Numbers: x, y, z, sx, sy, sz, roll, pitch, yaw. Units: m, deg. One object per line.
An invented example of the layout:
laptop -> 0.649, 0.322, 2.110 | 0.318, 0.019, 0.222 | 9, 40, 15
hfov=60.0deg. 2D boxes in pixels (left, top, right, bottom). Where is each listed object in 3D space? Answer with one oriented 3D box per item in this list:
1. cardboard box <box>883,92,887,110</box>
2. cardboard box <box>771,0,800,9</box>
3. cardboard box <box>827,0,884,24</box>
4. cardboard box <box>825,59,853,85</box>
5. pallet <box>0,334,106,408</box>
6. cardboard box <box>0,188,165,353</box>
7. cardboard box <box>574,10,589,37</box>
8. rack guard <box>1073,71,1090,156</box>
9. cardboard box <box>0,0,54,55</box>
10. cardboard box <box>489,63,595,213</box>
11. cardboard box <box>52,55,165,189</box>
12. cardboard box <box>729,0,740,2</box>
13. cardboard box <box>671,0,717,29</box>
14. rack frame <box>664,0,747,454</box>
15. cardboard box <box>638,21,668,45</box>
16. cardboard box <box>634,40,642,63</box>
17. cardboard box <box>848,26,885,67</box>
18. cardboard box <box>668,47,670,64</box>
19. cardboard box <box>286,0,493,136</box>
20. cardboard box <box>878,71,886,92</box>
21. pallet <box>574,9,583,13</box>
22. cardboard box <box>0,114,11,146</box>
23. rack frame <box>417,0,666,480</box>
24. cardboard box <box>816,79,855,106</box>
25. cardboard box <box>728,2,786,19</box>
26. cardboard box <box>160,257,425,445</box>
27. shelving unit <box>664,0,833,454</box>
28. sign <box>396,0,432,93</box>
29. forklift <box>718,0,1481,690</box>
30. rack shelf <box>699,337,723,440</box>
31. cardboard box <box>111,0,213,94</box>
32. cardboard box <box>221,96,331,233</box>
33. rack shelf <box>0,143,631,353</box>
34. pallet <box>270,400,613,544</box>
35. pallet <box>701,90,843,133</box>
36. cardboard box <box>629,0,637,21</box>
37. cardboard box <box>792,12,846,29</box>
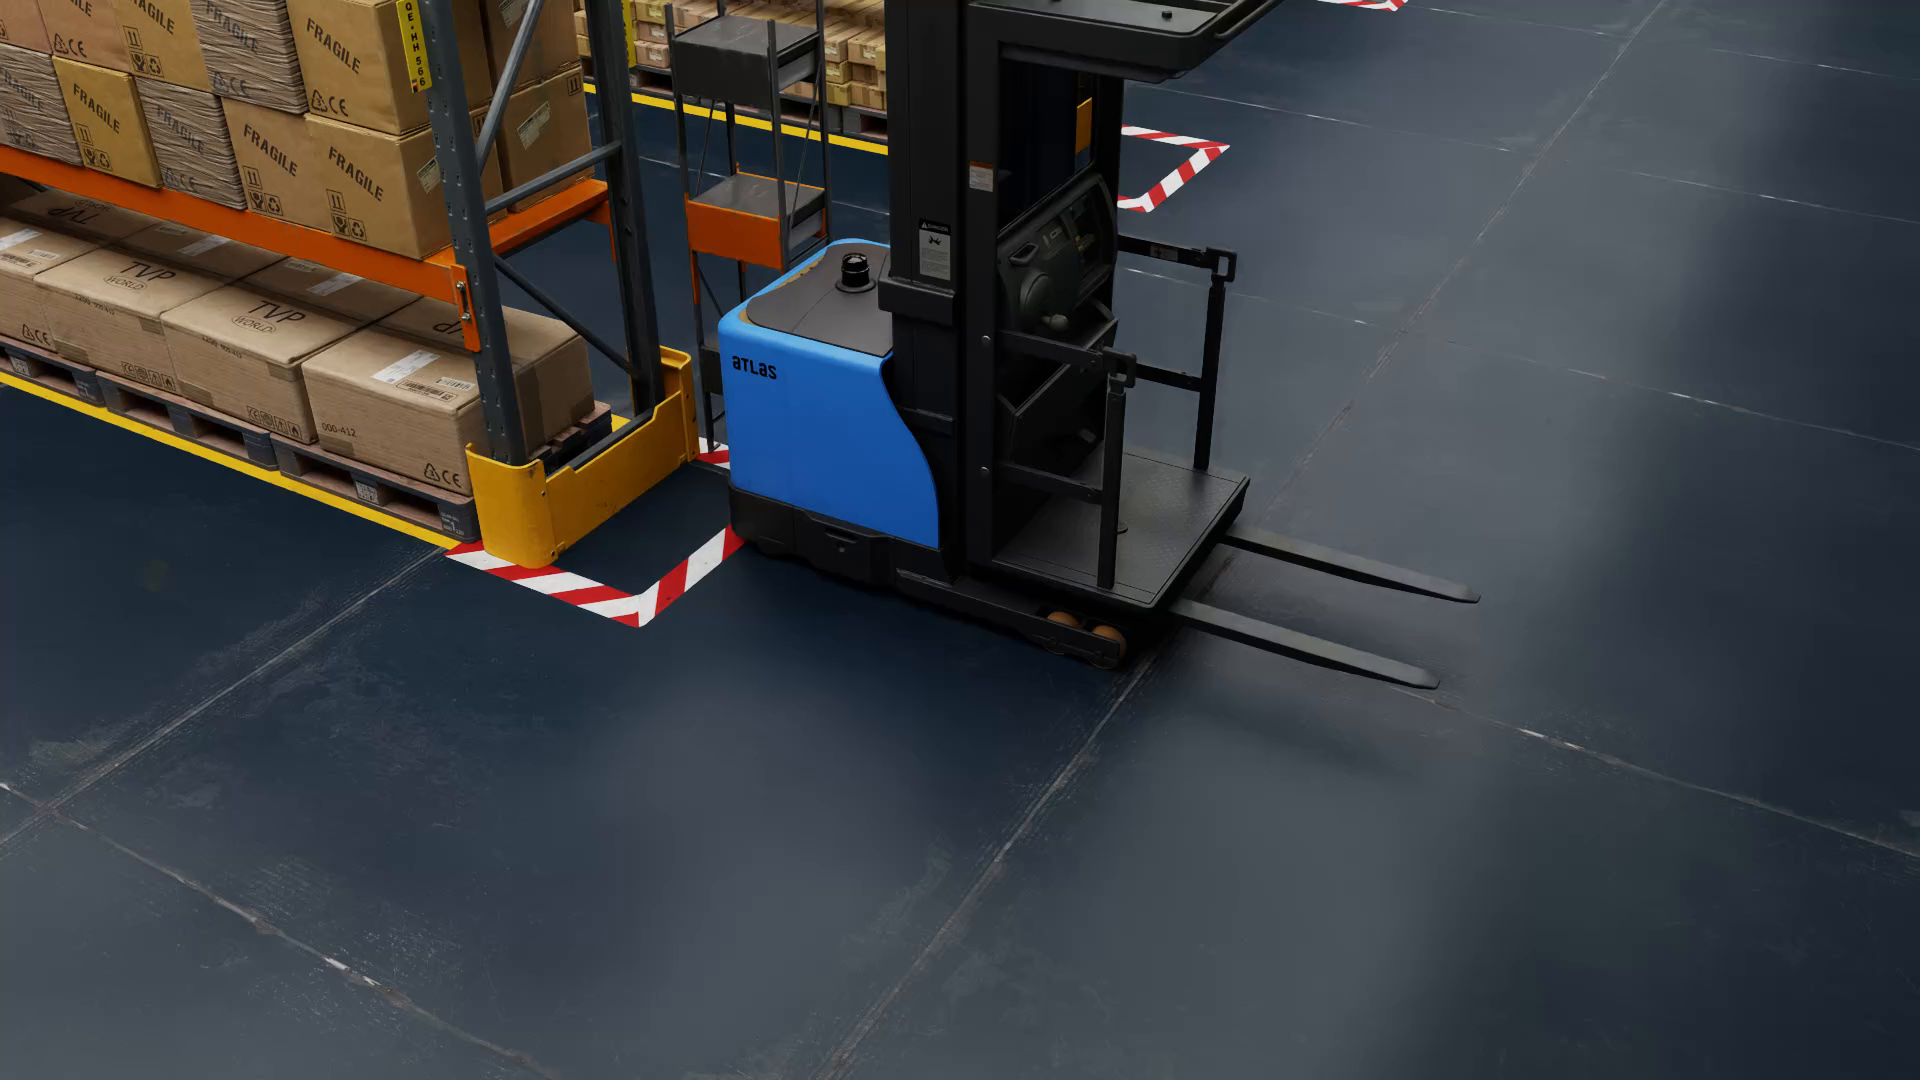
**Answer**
cardboard box -> -0.317, -3.025, 11.279 | 0.250, 0.149, 0.380 | 17, 37, 24
cardboard box -> -1.163, -3.896, 12.051 | 0.250, 0.149, 0.380 | 16, 37, 23
cardboard box -> -0.736, -3.752, 11.834 | 0.250, 0.149, 0.380 | 18, 38, 25
cardboard box -> -0.805, -3.254, 11.355 | 0.250, 0.149, 0.380 | 18, 38, 25
pallet -> -4.517, -1.139, 8.770 | 1.213, 0.211, 1.003 | 18, 37, 24
cardboard box -> -4.646, -1.430, 8.624 | 0.875, 0.438, 0.875 | 17, 37, 24
cardboard box -> -2.614, -3.814, 12.197 | 0.250, 0.149, 0.380 | 19, 38, 26
rack guard -> 0.637, -2.836, 11.058 | 0.348, 0.500, 1.175 | 18, 37, 24
cardboard box -> -3.970, -2.468, 7.258 | 0.500, 0.500, 0.500 | 18, 38, 25
cardboard box -> -1.939, -1.758, 7.093 | 0.500, 0.500, 0.500 | 17, 37, 24
cardboard box -> -3.550, -1.911, 7.323 | 0.500, 0.500, 0.500 | 19, 38, 26
cardboard box -> -1.684, -3.994, 12.198 | 0.250, 0.149, 0.380 | 19, 38, 26
cardboard box -> -1.882, -3.786, 11.886 | 0.250, 0.149, 0.380 | 17, 37, 23
rack frame -> -1.096, -1.383, 7.432 | 0.015, 2.100, 0.400 | 16, 37, 22
cardboard box -> -2.120, -3.738, 12.082 | 0.250, 0.149, 0.380 | 17, 37, 24
cardboard box -> -2.382, -3.616, 12.167 | 0.250, 0.149, 0.380 | 19, 38, 26
cardboard box -> -0.553, -3.324, 11.192 | 0.250, 0.149, 0.380 | 16, 37, 23
cardboard box -> -1.895, -3.527, 12.034 | 0.250, 0.149, 0.380 | 17, 37, 23
cardboard box -> -2.202, -1.922, 6.437 | 0.500, 0.500, 0.500 | 19, 38, 26
cardboard box -> -0.349, -3.118, 11.151 | 0.250, 0.149, 0.380 | 16, 37, 23
pallet -> -3.446, -4.009, 13.080 | 1.213, 0.211, 1.003 | 18, 37, 24
cardboard box -> -4.426, -2.192, 7.746 | 0.500, 0.500, 0.500 | 18, 38, 25
rack frame -> -1.665, -1.446, 6.715 | 0.127, 3.000, 1.000 | 18, 37, 24
cardboard box -> -0.791, -3.126, 11.432 | 0.250, 0.149, 0.380 | 16, 37, 22
cardboard box -> -1.424, -3.642, 11.669 | 0.250, 0.149, 0.380 | 16, 37, 22
cardboard box -> -3.087, -0.935, 7.881 | 0.875, 0.438, 0.875 | 19, 38, 26
shelving unit -> -0.878, -1.321, 7.340 | 0.503, 2.100, 0.431 | 16, 37, 22
sign -> -1.947, -1.769, 5.942 | 0.005, 0.325, 0.100 | 18, 37, 24
forklift -> 0.555, -1.054, 6.189 | 3.031, 2.935, 1.130 | 17, 37, 23
rack shelf -> -0.878, -0.727, 7.735 | 0.480, 0.518, 0.431 | 16, 37, 22
cardboard box -> -3.098, -2.189, 6.839 | 0.500, 0.500, 0.500 | 17, 37, 24
cardboard box -> -2.644, -1.638, 6.914 | 0.500, 0.500, 0.500 | 17, 37, 23
rack shelf -> -3.402, -1.697, 7.741 | 4.000, 0.370, 1.077 | 18, 37, 24
pallet -> -2.398, -0.468, 7.762 | 1.213, 0.211, 1.003 | 18, 37, 24
pallet -> -1.106, -3.293, 12.004 | 1.213, 0.211, 1.003 | 18, 37, 24
cardboard box -> -2.364, -3.893, 12.046 | 0.250, 0.149, 0.380 | 20, 38, 27
cardboard box -> -0.988, -3.497, 11.451 | 0.250, 0.149, 0.380 | 16, 37, 23
